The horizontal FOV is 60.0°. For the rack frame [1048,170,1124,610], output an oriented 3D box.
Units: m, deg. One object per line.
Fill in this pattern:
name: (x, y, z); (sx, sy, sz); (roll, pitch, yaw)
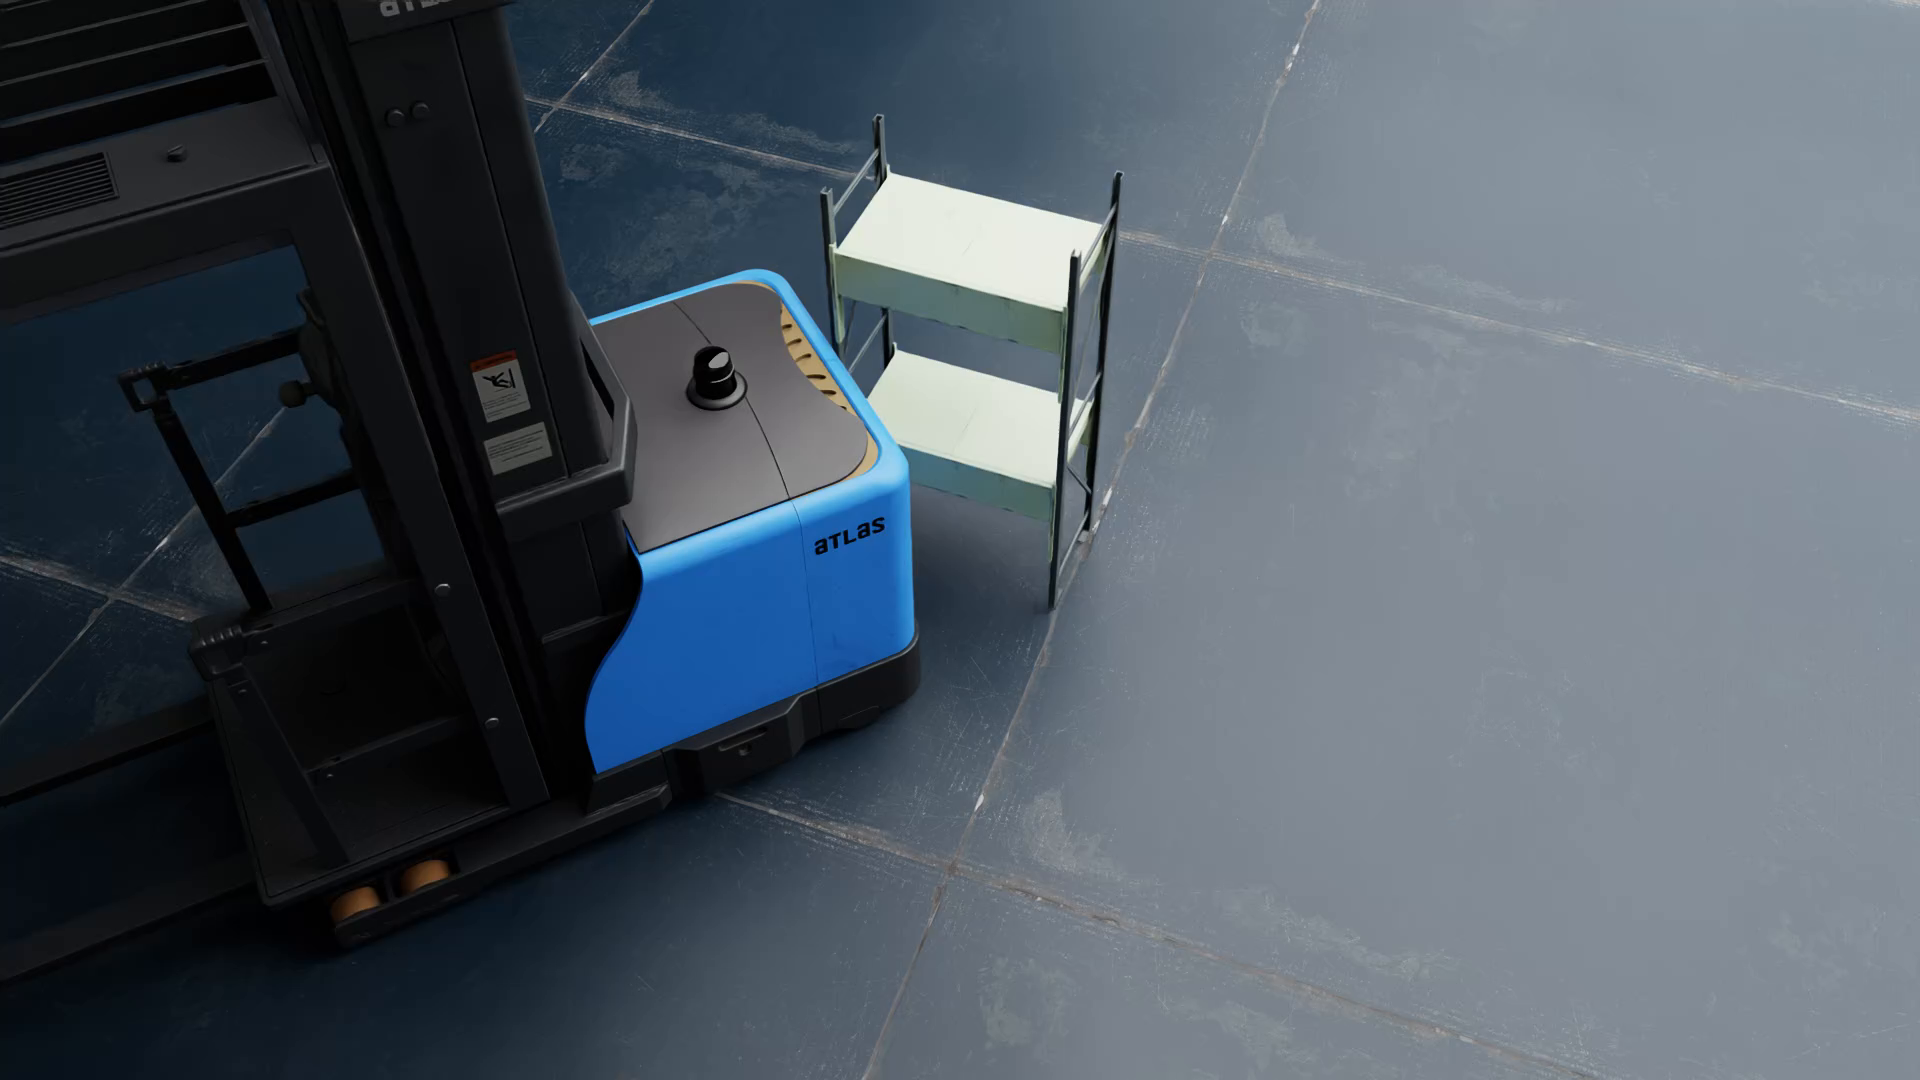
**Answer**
rack frame: (0.377, -0.402, 5.106); (0.023, 1.500, 0.400); (17, 51, 14)

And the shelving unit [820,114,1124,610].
shelving unit: (0.036, -0.504, 5.194); (0.755, 1.500, 0.431); (17, 51, 14)

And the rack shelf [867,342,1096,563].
rack shelf: (0.036, -0.290, 5.441); (0.720, 0.370, 0.431); (17, 51, 14)

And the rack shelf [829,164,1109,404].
rack shelf: (0.036, -0.759, 4.899); (0.720, 0.370, 0.431); (17, 51, 14)

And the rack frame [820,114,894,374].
rack frame: (-0.304, -0.606, 5.282); (0.023, 1.500, 0.400); (17, 51, 14)

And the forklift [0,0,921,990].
forklift: (-1.676, -0.275, 4.048); (3.031, 2.935, 1.130); (-21, 52, -17)
